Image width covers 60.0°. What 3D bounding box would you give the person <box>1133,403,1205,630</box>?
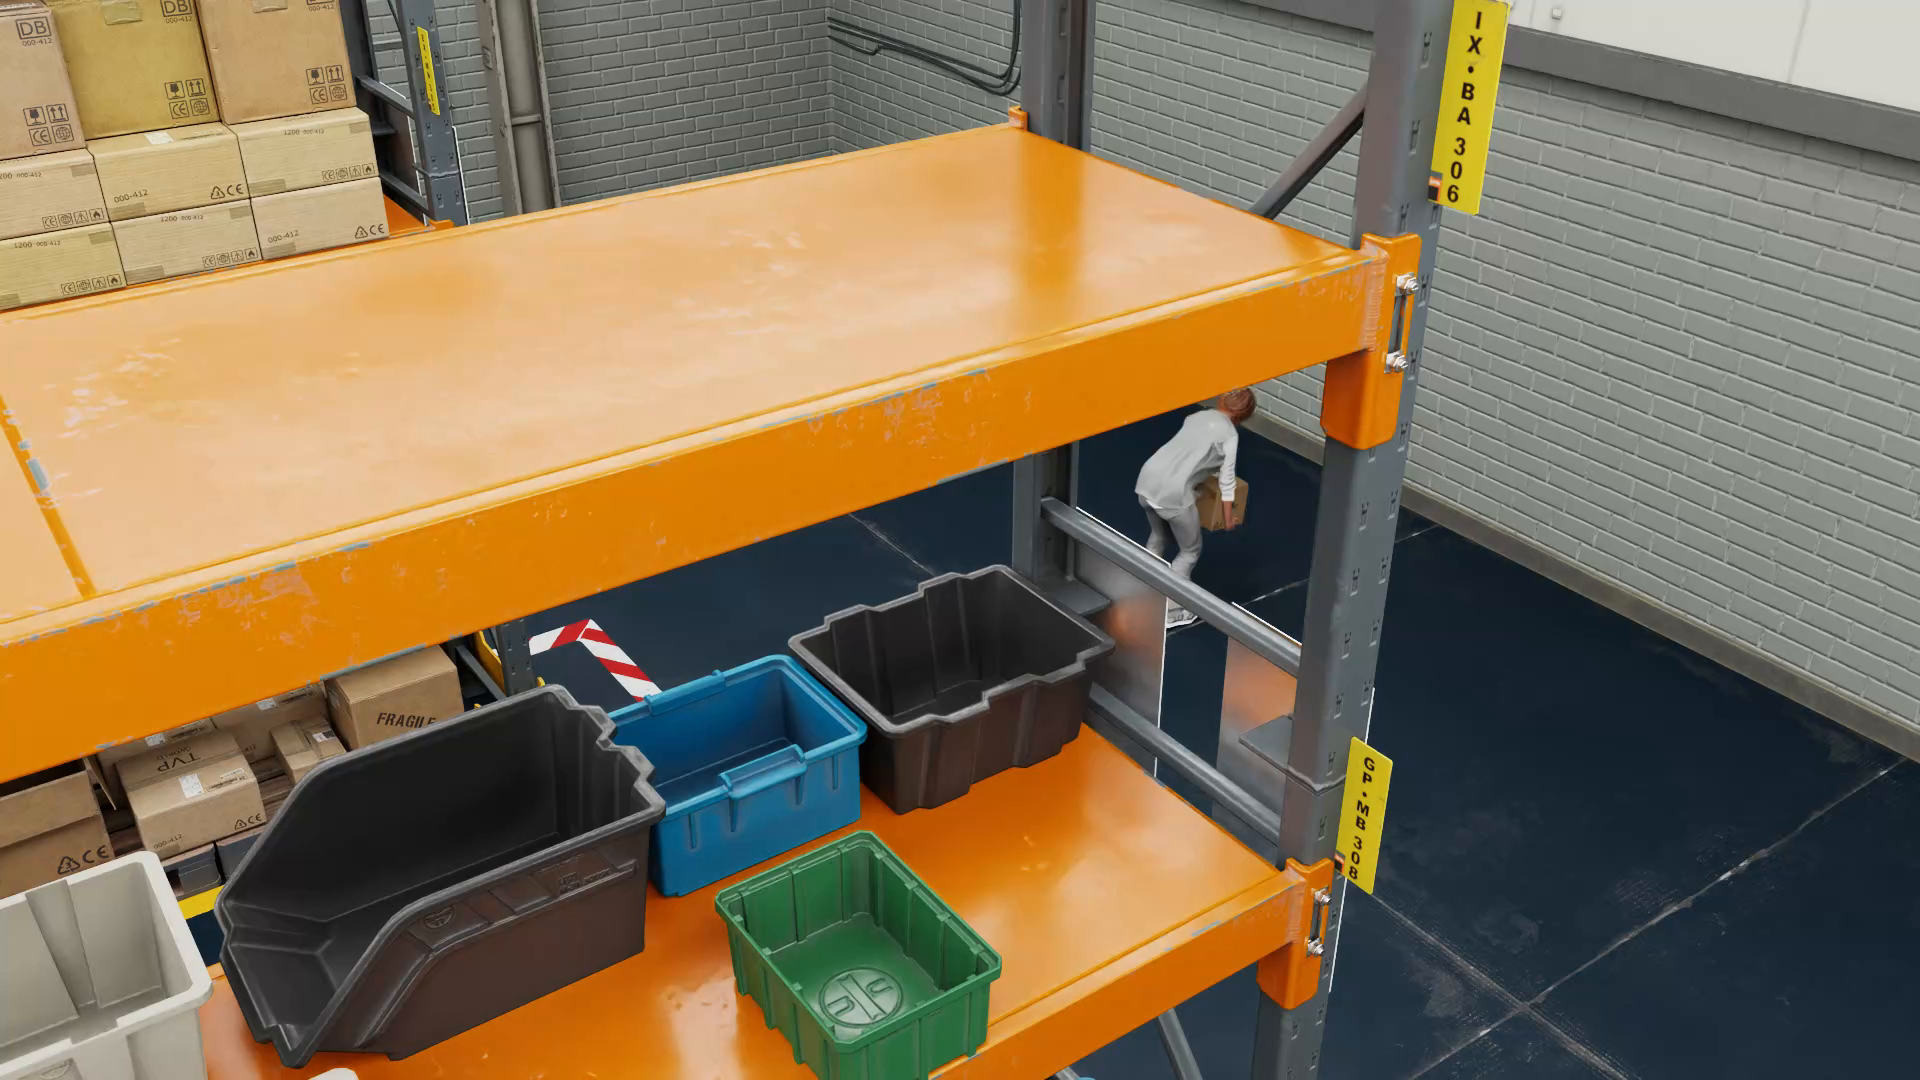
[{"bbox_3d":[1.146,-0.270,9.161,0.345,1.592,0.484,-21,35,-33],"label":"person"}]
